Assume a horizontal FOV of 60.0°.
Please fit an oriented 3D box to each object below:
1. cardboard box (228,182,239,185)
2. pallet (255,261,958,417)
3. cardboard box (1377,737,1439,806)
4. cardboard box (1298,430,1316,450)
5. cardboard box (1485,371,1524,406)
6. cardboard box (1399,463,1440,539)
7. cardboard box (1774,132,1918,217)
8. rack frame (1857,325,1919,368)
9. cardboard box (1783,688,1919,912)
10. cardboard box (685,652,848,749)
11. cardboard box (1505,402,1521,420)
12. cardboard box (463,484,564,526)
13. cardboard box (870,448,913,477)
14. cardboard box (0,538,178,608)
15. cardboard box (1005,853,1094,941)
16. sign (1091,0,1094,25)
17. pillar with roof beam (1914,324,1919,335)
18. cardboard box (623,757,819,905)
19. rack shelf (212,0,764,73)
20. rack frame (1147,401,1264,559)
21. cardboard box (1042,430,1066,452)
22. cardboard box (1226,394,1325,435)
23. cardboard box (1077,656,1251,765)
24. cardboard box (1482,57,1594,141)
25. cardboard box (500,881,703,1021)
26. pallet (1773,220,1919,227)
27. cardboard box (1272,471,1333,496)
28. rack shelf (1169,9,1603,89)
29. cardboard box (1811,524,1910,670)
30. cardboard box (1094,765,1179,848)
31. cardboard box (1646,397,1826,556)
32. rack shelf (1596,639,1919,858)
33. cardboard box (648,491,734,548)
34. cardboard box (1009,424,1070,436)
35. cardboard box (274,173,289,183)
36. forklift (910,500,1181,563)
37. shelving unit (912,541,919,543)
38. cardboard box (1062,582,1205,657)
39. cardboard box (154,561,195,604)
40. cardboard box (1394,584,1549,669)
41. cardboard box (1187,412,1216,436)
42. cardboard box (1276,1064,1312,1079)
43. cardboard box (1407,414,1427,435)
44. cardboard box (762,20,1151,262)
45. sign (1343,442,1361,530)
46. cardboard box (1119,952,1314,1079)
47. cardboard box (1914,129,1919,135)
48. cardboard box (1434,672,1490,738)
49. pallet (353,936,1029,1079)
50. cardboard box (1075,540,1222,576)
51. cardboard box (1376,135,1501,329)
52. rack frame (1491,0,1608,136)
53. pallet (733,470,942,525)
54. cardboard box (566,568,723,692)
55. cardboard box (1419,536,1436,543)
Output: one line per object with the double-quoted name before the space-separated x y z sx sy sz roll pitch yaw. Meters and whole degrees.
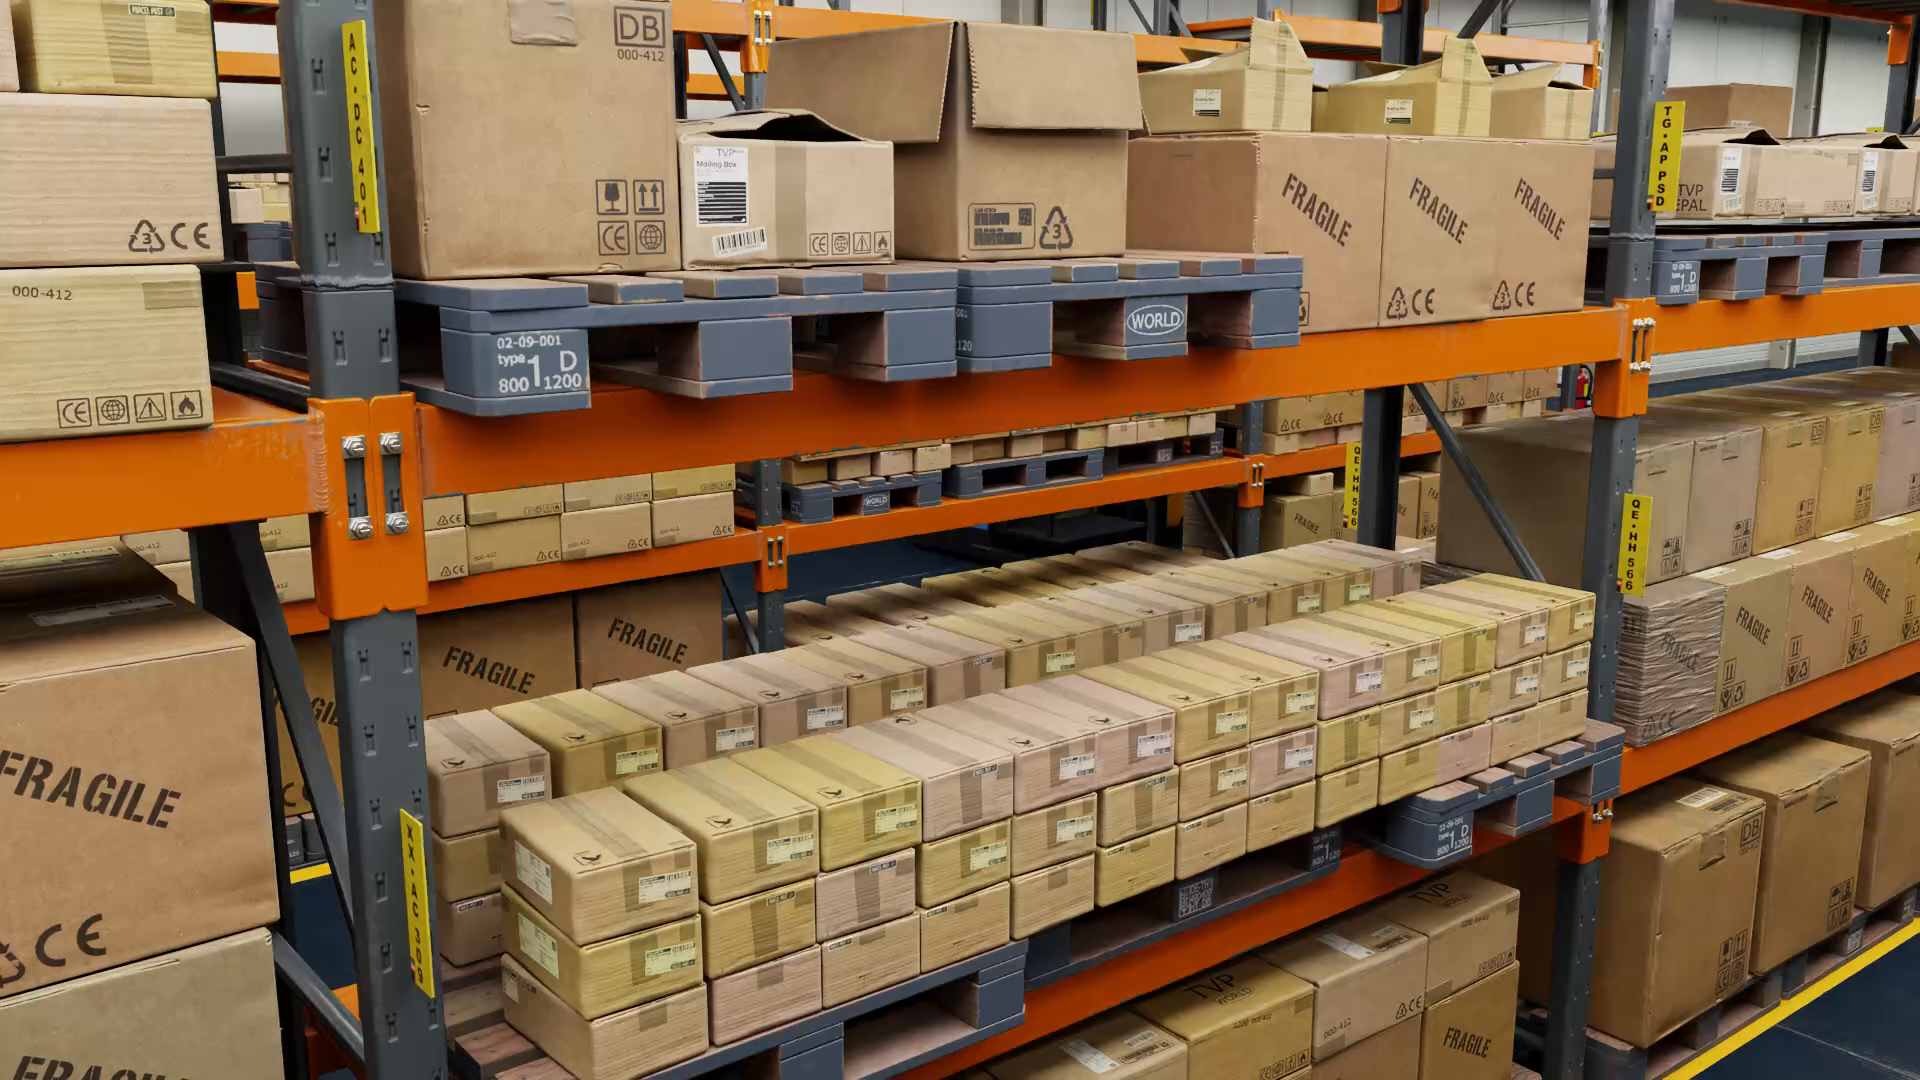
"cardboard box" -5.409 -2.517 12.060 0.250 0.149 0.380 -9 15 -37
"pallet" -0.754 -0.462 3.433 1.003 0.211 1.213 -9 15 -38
"cardboard box" 1.130 0.611 4.746 0.250 0.149 0.380 -10 15 -38
"cardboard box" 2.384 -0.758 12.205 0.250 0.149 0.380 -9 15 -36
"cardboard box" 4.251 -1.385 13.596 0.500 0.500 0.500 -9 15 -38
"cardboard box" 3.630 -0.319 13.333 0.500 0.500 0.500 -10 15 -39
"cardboard box" 3.315 -1.410 6.412 0.500 0.311 0.500 -10 15 -39
"rack frame" 4.944 -0.062 8.318 0.127 3.000 1.000 -9 15 -38
"cardboard box" 3.760 1.053 7.474 0.750 0.750 1.050 -9 15 -38
"cardboard box" -0.494 0.417 4.227 0.250 0.149 0.380 -9 15 -38
"cardboard box" 4.396 -1.084 13.736 0.250 0.149 0.380 -10 15 -39
"cardboard box" -2.355 -0.263 8.422 0.500 0.250 0.500 -10 16 -39
"cardboard box" -0.496 -0.486 9.911 0.250 0.149 0.380 -11 16 -41
"cardboard box" -1.807 0.312 3.195 0.500 0.500 0.500 -9 15 -36
"cardboard box" 0.098 0.783 3.934 0.250 0.149 0.380 -10 16 -40
"sign" 1.451 -5.735 17.962 0.005 0.325 0.100 -9 15 -38
"pillar with roof beam" 22.116 -7.581 29.288 0.400 9.000 9.100 -9 15 -38
"cardboard box" -0.494 0.589 3.415 0.250 0.149 0.380 -9 15 -36
"rack shelf" -2.912 -2.460 7.864 4.000 0.370 1.077 -9 15 -38
"rack frame" 1.773 -0.851 12.037 0.127 3.000 1.000 -9 15 -38
"cardboard box" 0.468 -0.675 10.800 0.250 0.149 0.380 -10 16 -40
"cardboard box" 2.291 -1.058 12.052 0.500 0.500 0.500 -9 15 -38
"cardboard box" 0.509 0.423 4.198 0.250 0.149 0.380 -9 15 -36
"cardboard box" 1.667 -1.339 5.027 0.258 0.266 0.396 -9 15 -38
"cardboard box" -0.708 0.772 3.271 0.250 0.149 0.380 -9 15 -37
"pallet" 4.259 -1.308 7.429 1.217 0.209 0.805 -10 16 -40
"cardboard box" 2.537 -0.435 12.319 0.250 0.149 0.380 -9 15 -37
"rack shelf" 3.335 -3.692 12.712 4.000 0.370 1.077 -9 15 -38
"cardboard box" 3.520 0.198 6.855 0.500 0.500 0.500 -10 15 -38
"cardboard box" 0.314 0.601 4.076 0.250 0.149 0.380 -10 15 -39
"cardboard box" 2.971 -0.270 6.652 0.500 0.500 0.700 -10 15 -39
"rack shelf" 3.382 0.550 7.171 4.000 0.370 1.077 -9 15 -38
"cardboard box" -1.583 -0.151 9.101 0.500 0.250 0.500 -10 16 -40
"cardboard box" 0.354 -0.955 10.560 0.500 0.500 0.500 -10 16 -40
"cardboard box" -4.985 -2.719 12.297 0.250 0.149 0.380 -10 16 -40
"forklift" 0.919 -1.216 13.920 1.130 2.935 3.031 -11 16 -41
"shelving unit" -0.243 -0.789 15.355 0.755 1.500 0.431 -11 16 -42
"cardboard box" 0.519 0.249 5.019 0.250 0.149 0.380 -9 15 -35
"cardboard box" -3.562 0.178 7.549 0.500 0.250 0.500 -10 16 -39
"cardboard box" 1.527 0.254 4.993 0.250 0.149 0.380 -10 15 -38
"cardboard box" 1.544 -0.822 11.495 0.250 0.149 0.380 -9 15 -37
"cardboard box" 0.660 1.741 4.838 0.500 0.500 0.500 -10 16 -40
"cardboard box" 3.403 -0.919 12.961 0.250 0.149 0.380 -10 15 -38
"cardboard box" -0.015 -0.926 3.907 0.637 0.503 0.797 -10 15 -38
"sign" 1.471 -0.198 6.176 0.005 0.325 0.100 -9 15 -38
"cardboard box" 0.656 1.370 4.778 0.500 0.250 0.500 -9 15 -36
"cardboard box" 5.168 -1.961 8.434 0.500 0.250 0.500 -10 15 -38
"cardboard box" 1.308 0.437 4.849 0.250 0.149 0.380 -9 15 -36
"pallet" -0.615 0.995 3.805 1.213 0.211 1.003 -9 15 -38
"cardboard box" 1.365 0.297 11.944 0.625 0.372 0.950 -9 15 -37
"cardboard box" 1.151 -0.876 4.693 0.500 0.500 0.500 -9 15 -38
"rack frame" 4.896 -4.305 13.859 0.127 3.000 1.000 -9 15 -38
"pallet" -0.861 -0.348 10.130 1.003 0.211 1.213 -9 15 -38
"cardboard box" -1.942 0.578 9.412 0.875 0.875 0.875 -10 15 -38
"cardboard box" 3.619 0.053 13.390 0.500 0.250 0.500 -10 16 -40
